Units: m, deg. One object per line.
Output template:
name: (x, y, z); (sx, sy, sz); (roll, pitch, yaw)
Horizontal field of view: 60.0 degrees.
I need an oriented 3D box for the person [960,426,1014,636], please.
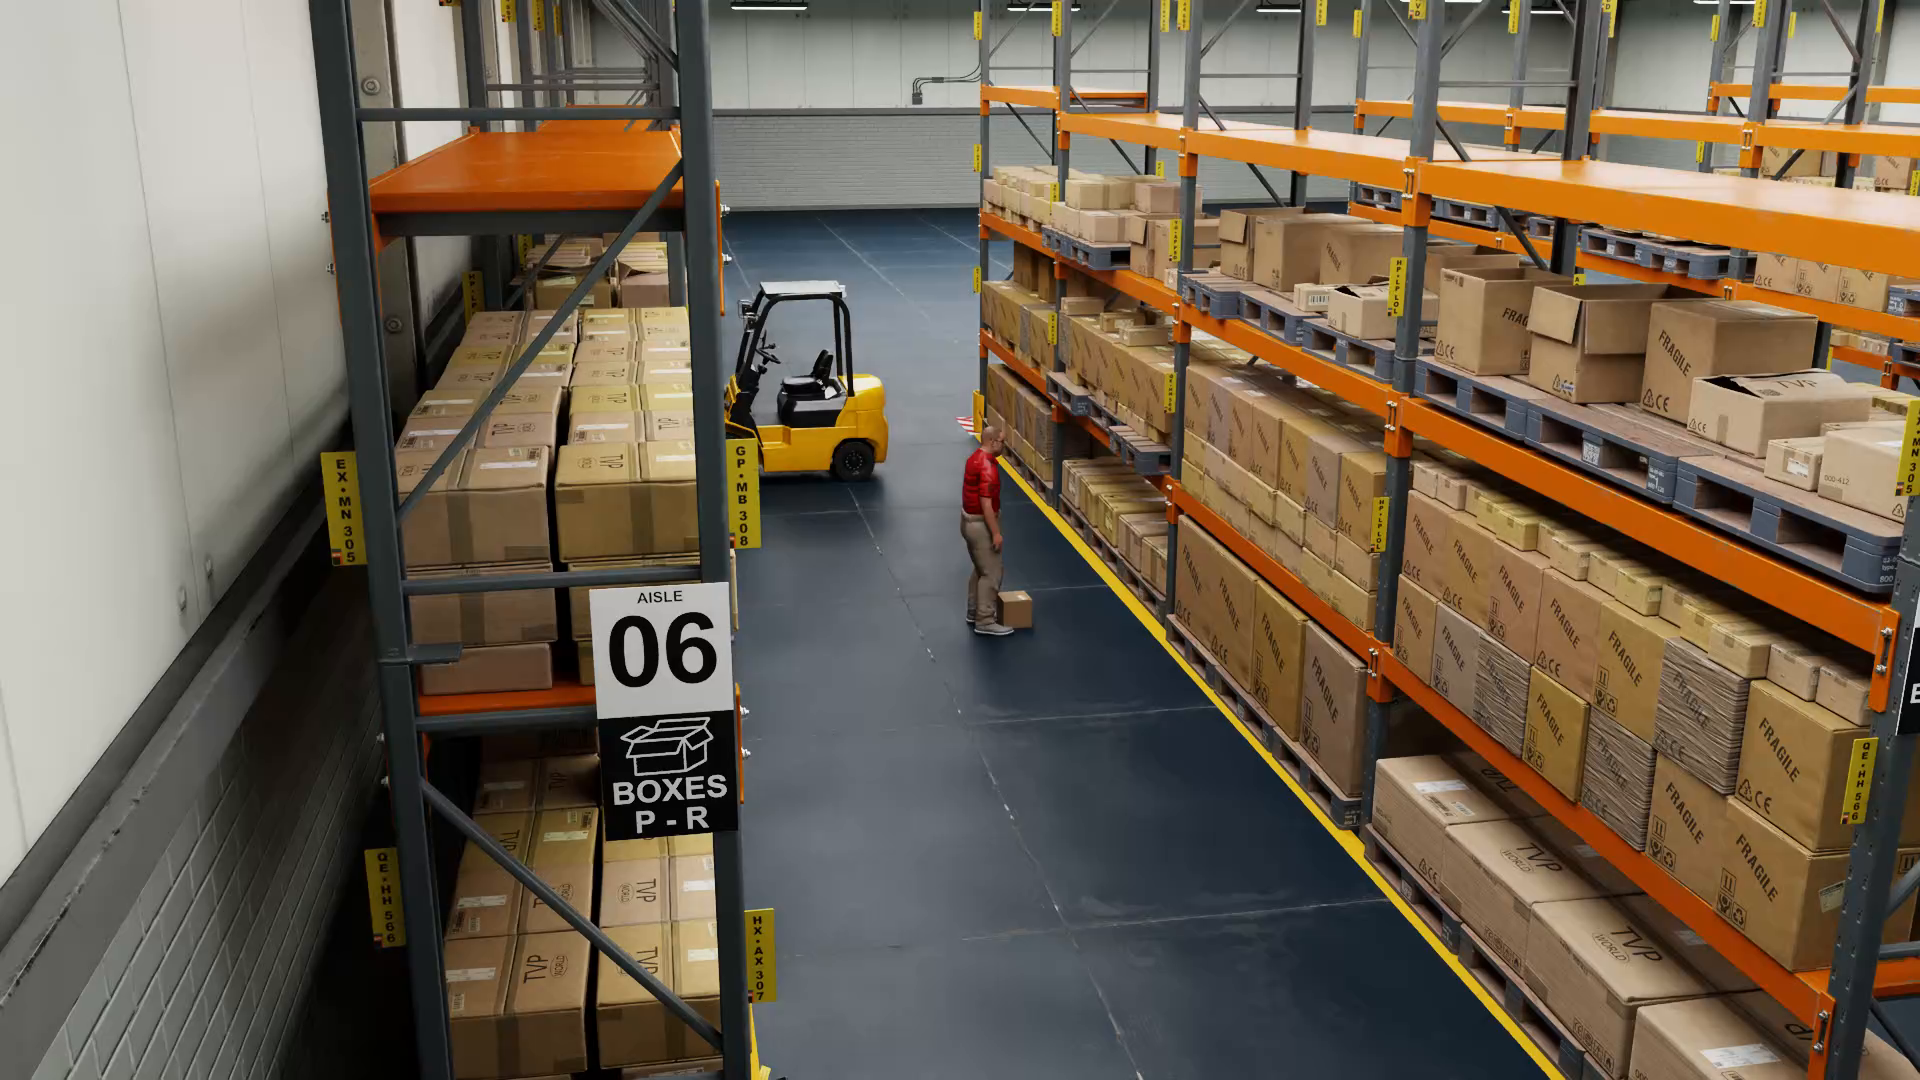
person: (0.211, -0.096, 13.889); (0.390, 1.726, 0.588); (-4, 17, -13)
